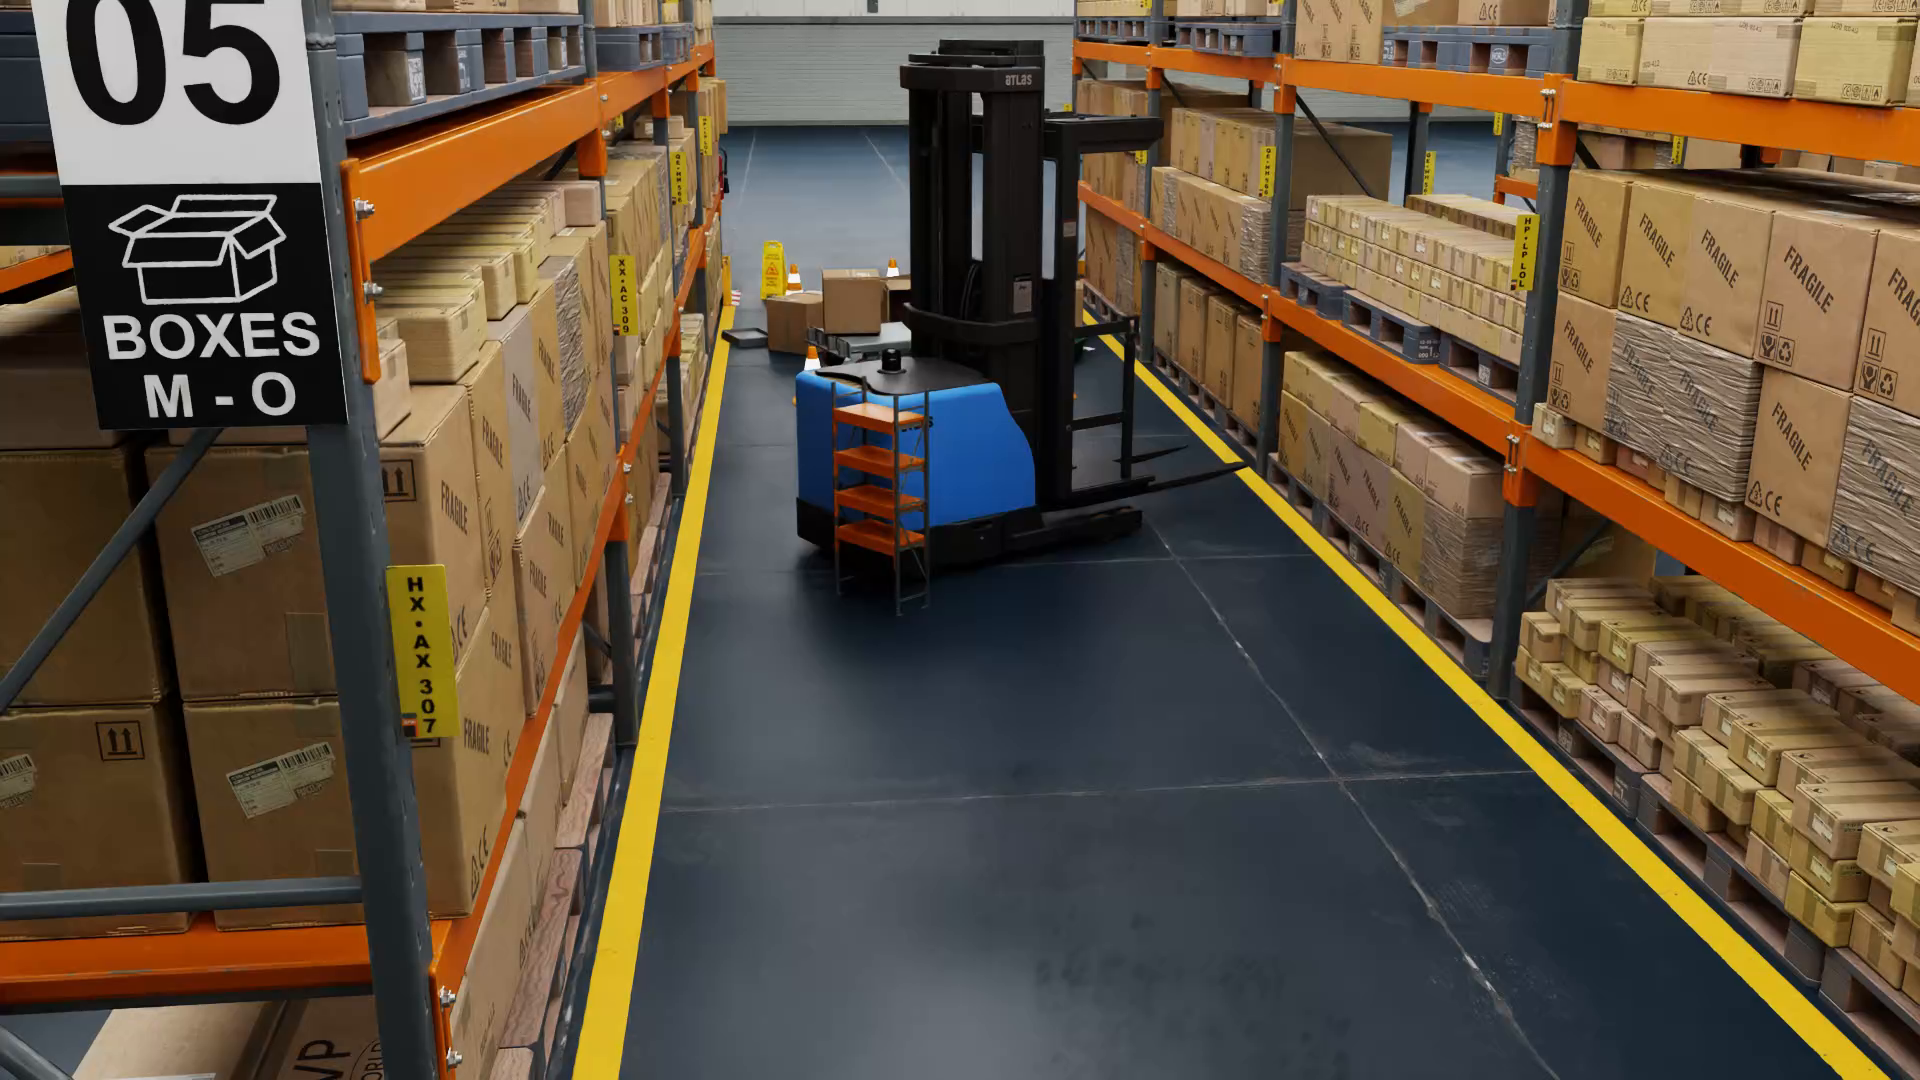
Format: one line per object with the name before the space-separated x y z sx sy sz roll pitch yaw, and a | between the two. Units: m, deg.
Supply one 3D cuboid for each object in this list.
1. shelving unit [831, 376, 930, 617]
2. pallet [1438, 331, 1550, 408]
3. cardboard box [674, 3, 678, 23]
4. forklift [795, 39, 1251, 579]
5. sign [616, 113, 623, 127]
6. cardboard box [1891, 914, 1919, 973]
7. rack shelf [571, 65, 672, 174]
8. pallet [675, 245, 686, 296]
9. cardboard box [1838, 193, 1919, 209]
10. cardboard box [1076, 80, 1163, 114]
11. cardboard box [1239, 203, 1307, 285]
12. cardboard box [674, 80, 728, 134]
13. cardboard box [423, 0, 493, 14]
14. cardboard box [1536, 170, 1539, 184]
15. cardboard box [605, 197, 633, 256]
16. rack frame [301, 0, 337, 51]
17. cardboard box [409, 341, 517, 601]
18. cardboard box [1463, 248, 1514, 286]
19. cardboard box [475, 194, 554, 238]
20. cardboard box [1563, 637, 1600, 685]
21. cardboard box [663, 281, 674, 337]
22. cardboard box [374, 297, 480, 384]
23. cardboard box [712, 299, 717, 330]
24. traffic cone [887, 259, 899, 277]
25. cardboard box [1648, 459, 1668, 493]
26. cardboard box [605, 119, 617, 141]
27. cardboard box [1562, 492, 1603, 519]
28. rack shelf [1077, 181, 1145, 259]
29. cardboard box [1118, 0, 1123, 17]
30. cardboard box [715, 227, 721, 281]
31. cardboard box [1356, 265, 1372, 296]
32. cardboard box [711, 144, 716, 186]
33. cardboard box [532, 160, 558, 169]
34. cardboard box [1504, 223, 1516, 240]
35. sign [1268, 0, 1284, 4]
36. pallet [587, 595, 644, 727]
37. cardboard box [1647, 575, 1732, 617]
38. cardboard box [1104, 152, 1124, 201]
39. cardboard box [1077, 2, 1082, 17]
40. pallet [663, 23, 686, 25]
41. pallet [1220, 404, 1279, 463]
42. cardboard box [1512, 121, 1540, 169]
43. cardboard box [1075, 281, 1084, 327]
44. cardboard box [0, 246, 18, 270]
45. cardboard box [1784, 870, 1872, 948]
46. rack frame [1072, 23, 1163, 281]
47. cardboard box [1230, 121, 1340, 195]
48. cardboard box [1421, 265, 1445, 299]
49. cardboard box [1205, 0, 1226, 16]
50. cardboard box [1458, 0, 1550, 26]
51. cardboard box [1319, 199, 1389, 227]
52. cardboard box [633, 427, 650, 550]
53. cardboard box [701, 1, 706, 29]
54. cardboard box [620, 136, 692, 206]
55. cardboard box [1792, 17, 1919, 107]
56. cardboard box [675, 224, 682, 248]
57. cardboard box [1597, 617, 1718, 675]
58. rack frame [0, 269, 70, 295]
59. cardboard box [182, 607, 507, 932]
shelving unit | -0.426 -0.239 8.932 0.503 1.200 0.258 17 24 42
pallet | 3.062 -0.849 8.194 1.003 0.211 1.213 -2 18 -6
cardboard box | -2.538 -4.299 13.405 0.500 0.250 0.500 -2 18 -7
forklift | 0.513 -1.508 10.088 3.031 2.935 1.130 -12 21 -34
sign | -3.695 -4.497 18.047 0.100 0.325 0.005 -2 18 -6
cardboard box | 3.015 1.198 4.915 0.380 0.149 0.250 -2 18 -8
rack shelf | -2.124 -2.209 8.399 1.077 0.370 4.000 -2 18 -6
pallet | -2.509 -1.835 11.333 1.213 0.211 1.003 -2 18 -6
cardboard box | 3.411 -0.937 5.820 0.500 0.500 0.500 -1 17 -4
cardboard box | 1.758 -4.759 18.273 0.875 0.550 0.550 -2 18 -6
cardboard box | 2.270 -2.074 11.608 0.500 0.500 0.500 -2 18 -6
cardboard box | -2.686 -4.322 16.603 0.700 0.500 0.500 -2 18 -6
cardboard box | -1.564 -1.666 4.432 0.500 0.500 0.500 -1 17 -5
cardboard box | 6.558 -3.971 18.236 0.380 0.149 0.250 -2 18 -6
cardboard box | -1.677 -1.190 7.124 0.500 0.500 0.500 -2 17 -5
rack frame | -1.505 -2.196 2.148 1.000 3.000 0.127 -2 18 -6
cardboard box | -1.331 -0.164 3.855 0.500 0.500 0.500 -2 18 -7
cardboard box | 2.707 -1.343 8.173 0.380 0.149 0.250 -2 18 -7
cardboard box | -1.634 -1.121 5.821 0.380 0.149 0.250 -2 18 -6
cardboard box | 2.830 0.500 7.138 0.380 0.149 0.250 -2 18 -5
cardboard box | -1.951 -1.351 9.723 0.500 0.250 0.500 -1 17 -5
cardboard box | -1.277 -0.439 3.648 0.380 0.149 0.250 -1 17 -4
cardboard box | -2.601 -2.140 15.875 0.500 0.250 0.500 -1 17 -3
traffic cone | -0.759 -2.937 18.761 0.336 0.463 0.334 -2 18 -6
cardboard box | 2.902 -0.260 6.418 0.380 0.149 0.250 -3 18 -8
cardboard box | -2.831 -3.137 12.713 0.380 0.149 0.250 -1 17 -3
cardboard box | 3.182 -0.302 8.352 0.500 0.250 0.500 -3 18 -8
rack shelf | 1.964 -3.344 17.023 1.077 0.370 4.000 -2 18 -6
cardboard box | 1.710 -5.052 15.806 0.380 0.149 0.250 -2 17 -5
cardboard box | -2.756 -2.961 17.237 0.500 0.500 0.500 -1 17 -4
cardboard box | 2.544 -1.521 9.733 0.380 0.149 0.250 -1 17 -4
cardboard box | -2.730 -3.838 16.732 0.500 0.500 0.500 -2 18 -6
cardboard box | -2.424 -1.785 9.019 0.500 0.500 0.500 -1 17 -4
cardboard box | 3.247 -1.670 9.213 0.380 0.149 0.250 -1 17 -4
sign | 2.030 -3.601 10.636 0.100 0.325 0.005 -2 18 -6
pallet | -2.072 0.578 7.985 1.003 0.211 1.213 -2 18 -6
cardboard box | 3.291 0.266 7.388 0.380 0.149 0.250 -1 17 -4
cardboard box | 1.948 -3.755 16.881 0.875 0.550 0.500 -2 18 -6
cardboard box | 1.474 -5.731 17.967 0.380 0.149 0.250 -2 18 -5
pallet | -2.675 -3.754 12.433 1.213 0.211 1.003 -2 18 -6
pallet | 2.577 -0.807 12.395 1.003 0.211 1.213 -2 18 -6
cardboard box | 6.731 -4.432 18.621 0.875 0.500 0.500 -2 18 -6
cardboard box | 0.990 -2.331 16.764 0.500 0.500 0.500 1 17 4
cardboard box | -7.228 -2.089 12.072 0.500 0.250 0.500 -1 17 -4
cardboard box | 2.951 1.191 5.435 0.380 0.149 0.250 -3 18 -8
rack frame | 1.758 -4.284 18.813 1.000 3.000 0.127 -2 18 -6
cardboard box | 2.438 -2.862 12.450 0.700 0.500 0.500 -2 18 -6
cardboard box | 2.649 -1.355 8.706 0.380 0.149 0.250 -3 18 -8
cardboard box | 2.125 -4.136 12.301 0.500 0.500 0.500 -2 18 -6
cardboard box | 2.967 -2.853 8.377 0.797 0.503 0.637 -2 18 -6
cardboard box | 2.468 -2.041 10.395 0.380 0.149 0.250 -2 18 -7
cardboard box | -2.254 -0.429 9.383 0.875 0.875 0.875 -2 17 -5
cardboard box | -2.617 -4.853 15.373 0.500 0.250 0.500 -2 18 -5
cardboard box | -2.367 -2.867 12.935 0.500 0.500 0.500 -1 17 -4
cardboard box | 2.926 -1.461 5.066 0.500 0.250 0.500 -1 17 -3
cardboard box | -2.165 -2.151 11.739 0.380 0.149 0.250 -2 18 -5
cardboard box | 2.870 0.434 6.851 0.380 0.149 0.250 -2 18 -6
rack frame | -7.679 -2.754 13.942 1.000 3.000 0.127 -2 18 -6
cardboard box | -1.269 0.467 3.515 0.500 0.500 0.500 -2 18 -6
